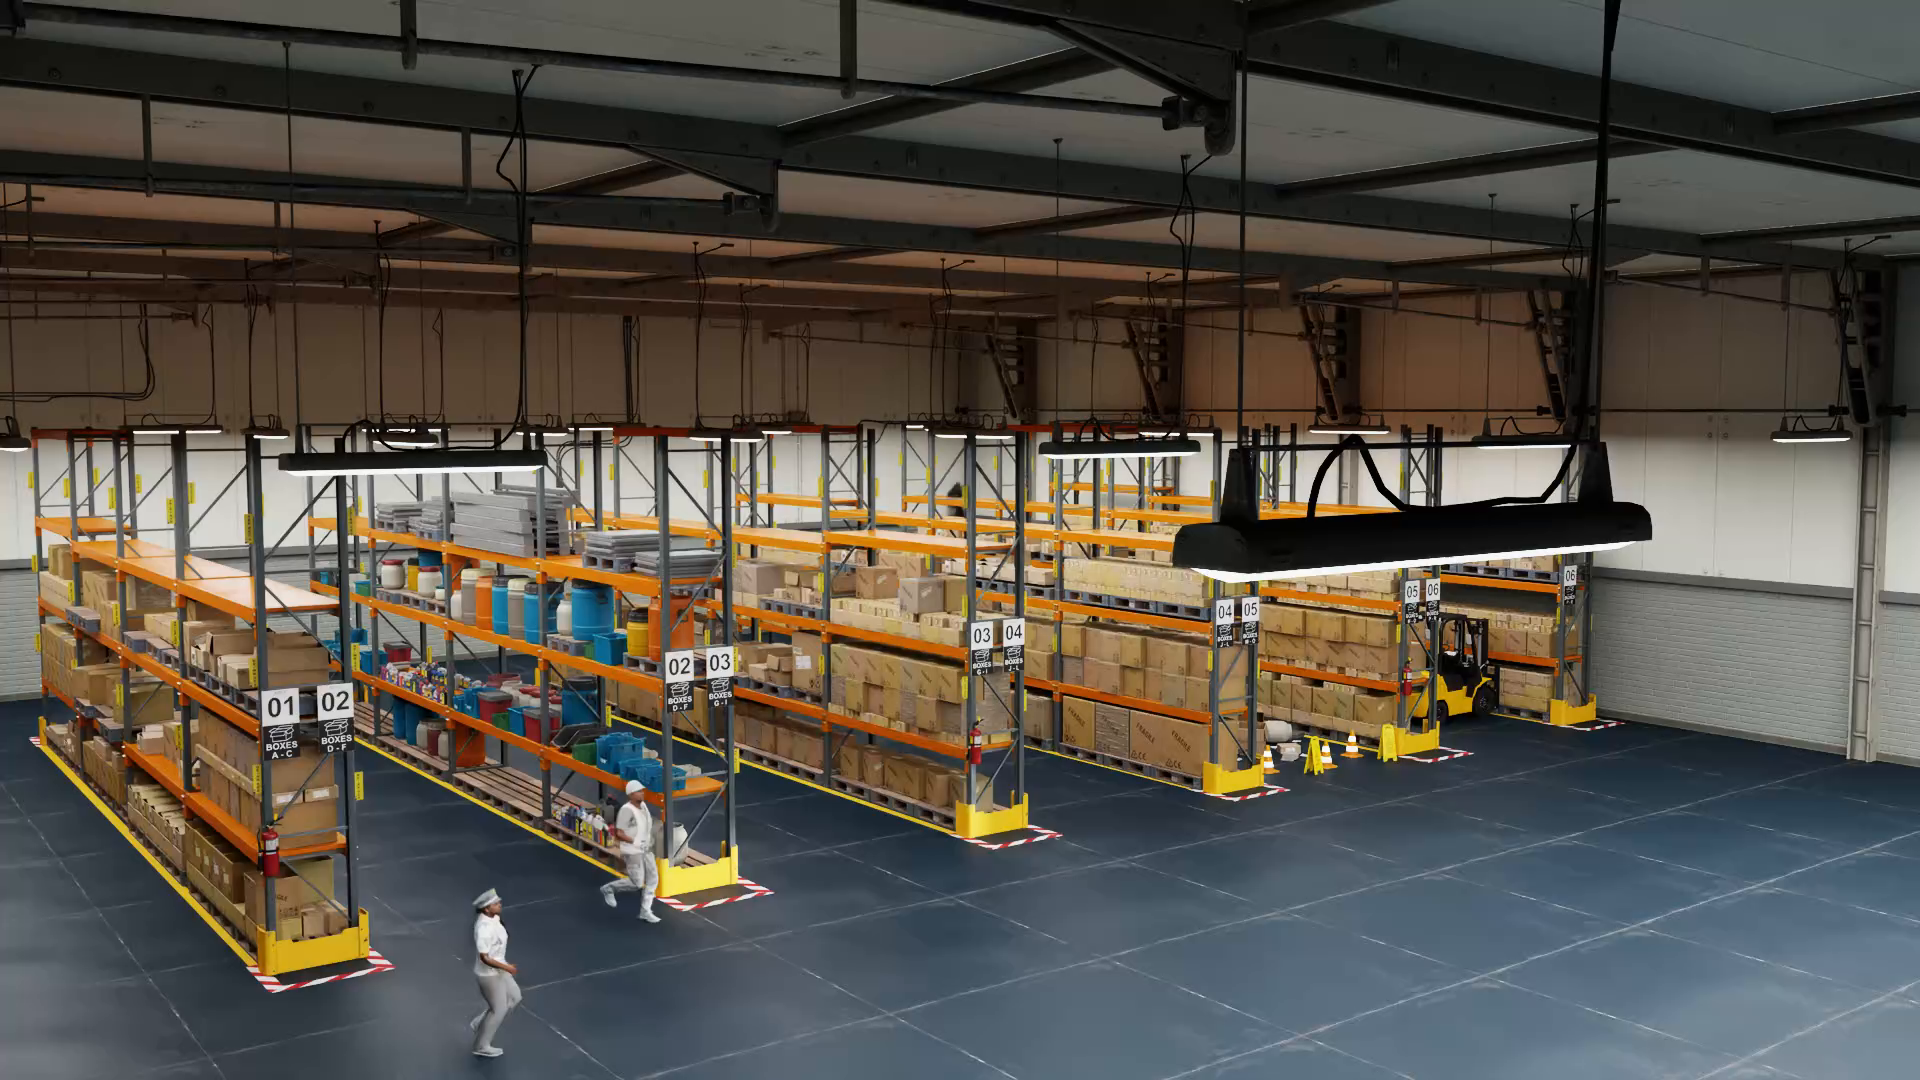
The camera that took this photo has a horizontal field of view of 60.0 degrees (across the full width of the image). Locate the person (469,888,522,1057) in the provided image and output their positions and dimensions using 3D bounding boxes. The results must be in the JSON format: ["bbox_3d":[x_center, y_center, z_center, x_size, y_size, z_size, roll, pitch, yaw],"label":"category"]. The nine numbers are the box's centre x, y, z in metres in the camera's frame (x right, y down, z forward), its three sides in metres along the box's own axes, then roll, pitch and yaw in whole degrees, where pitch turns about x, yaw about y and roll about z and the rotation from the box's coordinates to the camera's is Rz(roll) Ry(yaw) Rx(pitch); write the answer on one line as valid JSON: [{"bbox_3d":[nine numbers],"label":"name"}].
[{"bbox_3d":[-4.557,4.225,16.316,0.470,1.665,0.574,-1,5,-11],"label":"person"}]

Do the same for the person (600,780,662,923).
[{"bbox_3d":[-4.069,3.852,20.637,0.793,1.771,0.686,1,5,17],"label":"person"}]
